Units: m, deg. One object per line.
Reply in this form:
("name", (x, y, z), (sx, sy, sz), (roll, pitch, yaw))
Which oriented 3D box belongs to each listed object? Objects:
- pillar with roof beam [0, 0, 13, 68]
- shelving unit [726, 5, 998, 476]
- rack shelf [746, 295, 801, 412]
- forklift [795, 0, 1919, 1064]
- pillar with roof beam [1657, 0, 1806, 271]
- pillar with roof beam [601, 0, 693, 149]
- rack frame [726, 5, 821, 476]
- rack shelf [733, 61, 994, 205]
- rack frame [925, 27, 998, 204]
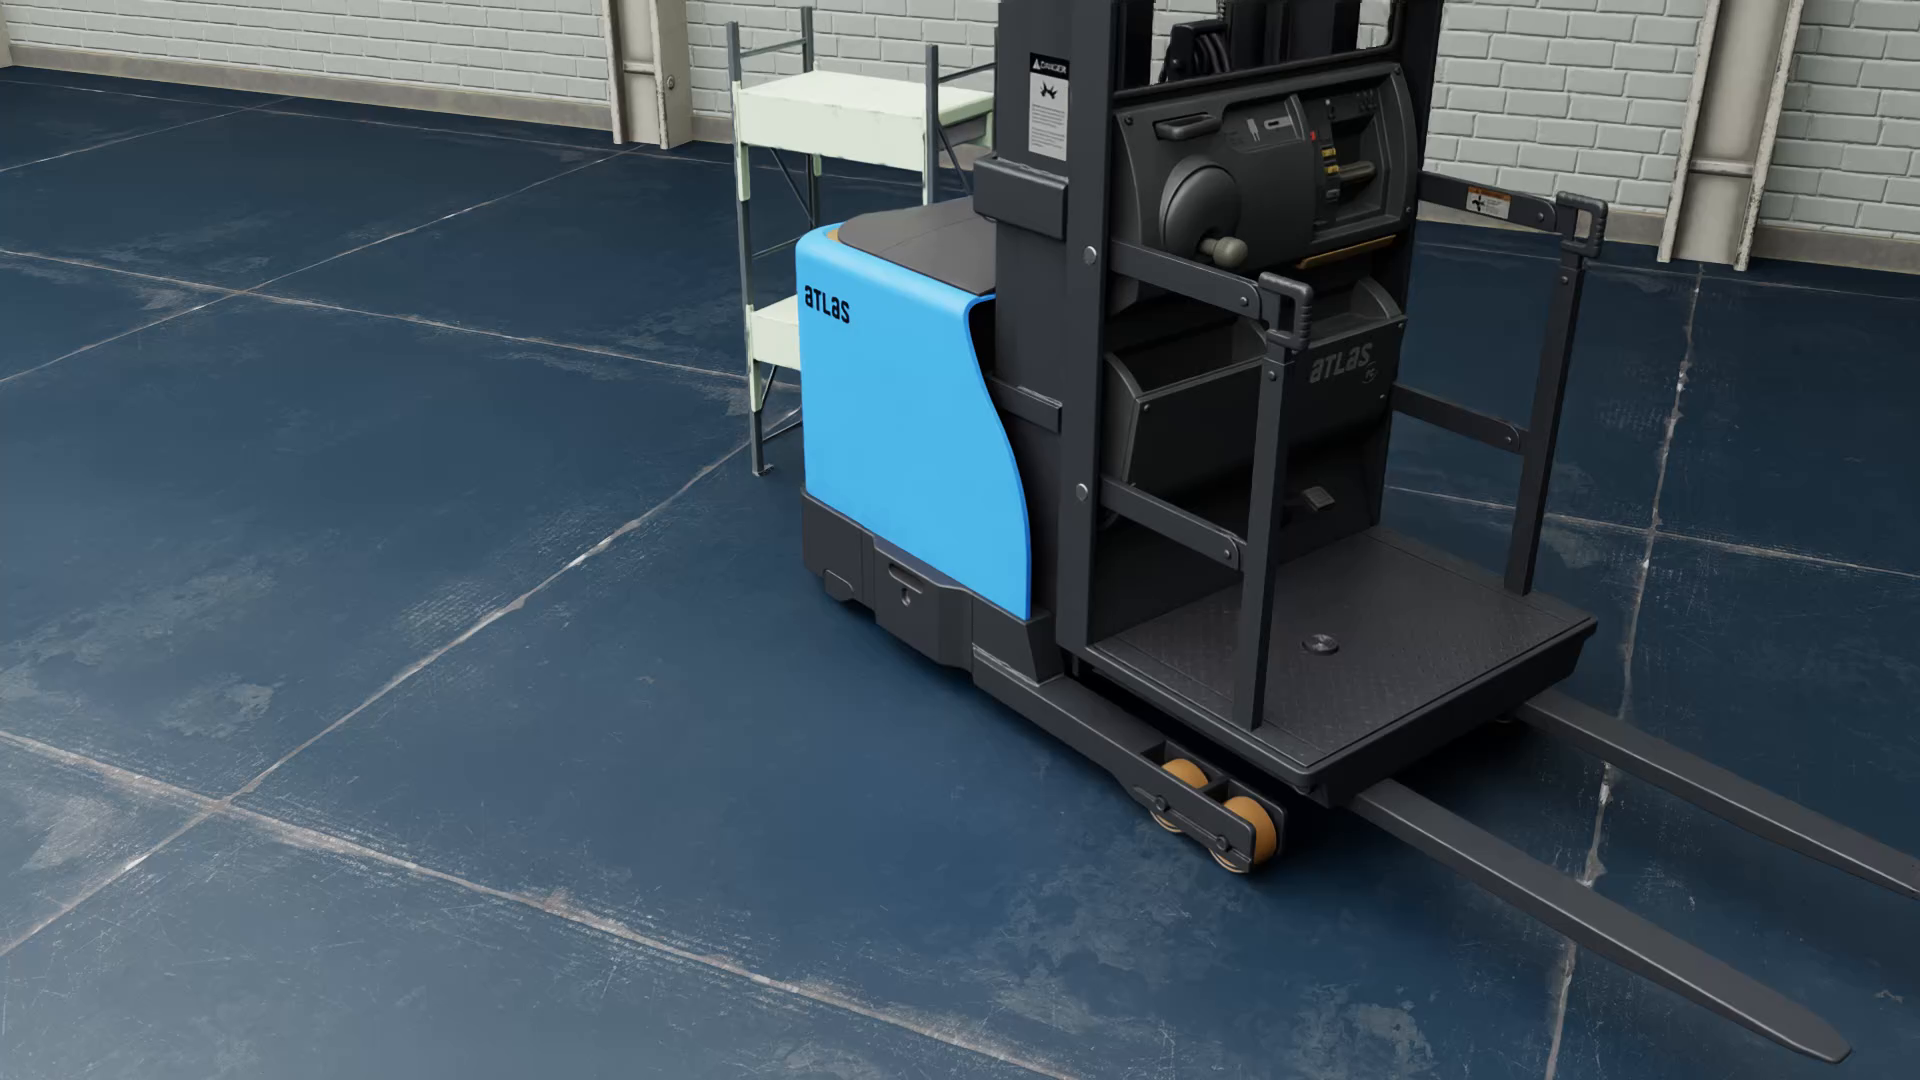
("pillar with roof beam", (-9.125, -5.861, 6.967), (0.400, 9.000, 9.100), (11, 28, 22))
("shelving unit", (-0.286, -0.880, 5.340), (0.755, 1.500, 0.431), (16, 30, 29))
("rack shelf", (-0.286, -0.588, 5.484), (0.720, 0.370, 0.431), (16, 30, 29))
("forklift", (0.845, -0.819, 3.594), (1.130, 2.935, 3.031), (-19, 32, -34))
("pillar with roof beam", (1.799, -3.667, 2.510), (0.400, 9.000, 9.100), (11, 28, 22))
("pillar with roof beam", (-3.663, -4.764, 4.738), (0.400, 9.000, 9.100), (11, 28, 22))
("rack frame", (-0.592, -0.969, 5.520), (0.023, 1.500, 0.400), (16, 30, 29))
("rack shelf", (-0.286, -1.231, 5.168), (0.720, 0.370, 0.431), (16, 30, 29))
("rack frame", (0.020, -0.792, 5.161), (0.023, 1.500, 0.400), (16, 30, 29))
